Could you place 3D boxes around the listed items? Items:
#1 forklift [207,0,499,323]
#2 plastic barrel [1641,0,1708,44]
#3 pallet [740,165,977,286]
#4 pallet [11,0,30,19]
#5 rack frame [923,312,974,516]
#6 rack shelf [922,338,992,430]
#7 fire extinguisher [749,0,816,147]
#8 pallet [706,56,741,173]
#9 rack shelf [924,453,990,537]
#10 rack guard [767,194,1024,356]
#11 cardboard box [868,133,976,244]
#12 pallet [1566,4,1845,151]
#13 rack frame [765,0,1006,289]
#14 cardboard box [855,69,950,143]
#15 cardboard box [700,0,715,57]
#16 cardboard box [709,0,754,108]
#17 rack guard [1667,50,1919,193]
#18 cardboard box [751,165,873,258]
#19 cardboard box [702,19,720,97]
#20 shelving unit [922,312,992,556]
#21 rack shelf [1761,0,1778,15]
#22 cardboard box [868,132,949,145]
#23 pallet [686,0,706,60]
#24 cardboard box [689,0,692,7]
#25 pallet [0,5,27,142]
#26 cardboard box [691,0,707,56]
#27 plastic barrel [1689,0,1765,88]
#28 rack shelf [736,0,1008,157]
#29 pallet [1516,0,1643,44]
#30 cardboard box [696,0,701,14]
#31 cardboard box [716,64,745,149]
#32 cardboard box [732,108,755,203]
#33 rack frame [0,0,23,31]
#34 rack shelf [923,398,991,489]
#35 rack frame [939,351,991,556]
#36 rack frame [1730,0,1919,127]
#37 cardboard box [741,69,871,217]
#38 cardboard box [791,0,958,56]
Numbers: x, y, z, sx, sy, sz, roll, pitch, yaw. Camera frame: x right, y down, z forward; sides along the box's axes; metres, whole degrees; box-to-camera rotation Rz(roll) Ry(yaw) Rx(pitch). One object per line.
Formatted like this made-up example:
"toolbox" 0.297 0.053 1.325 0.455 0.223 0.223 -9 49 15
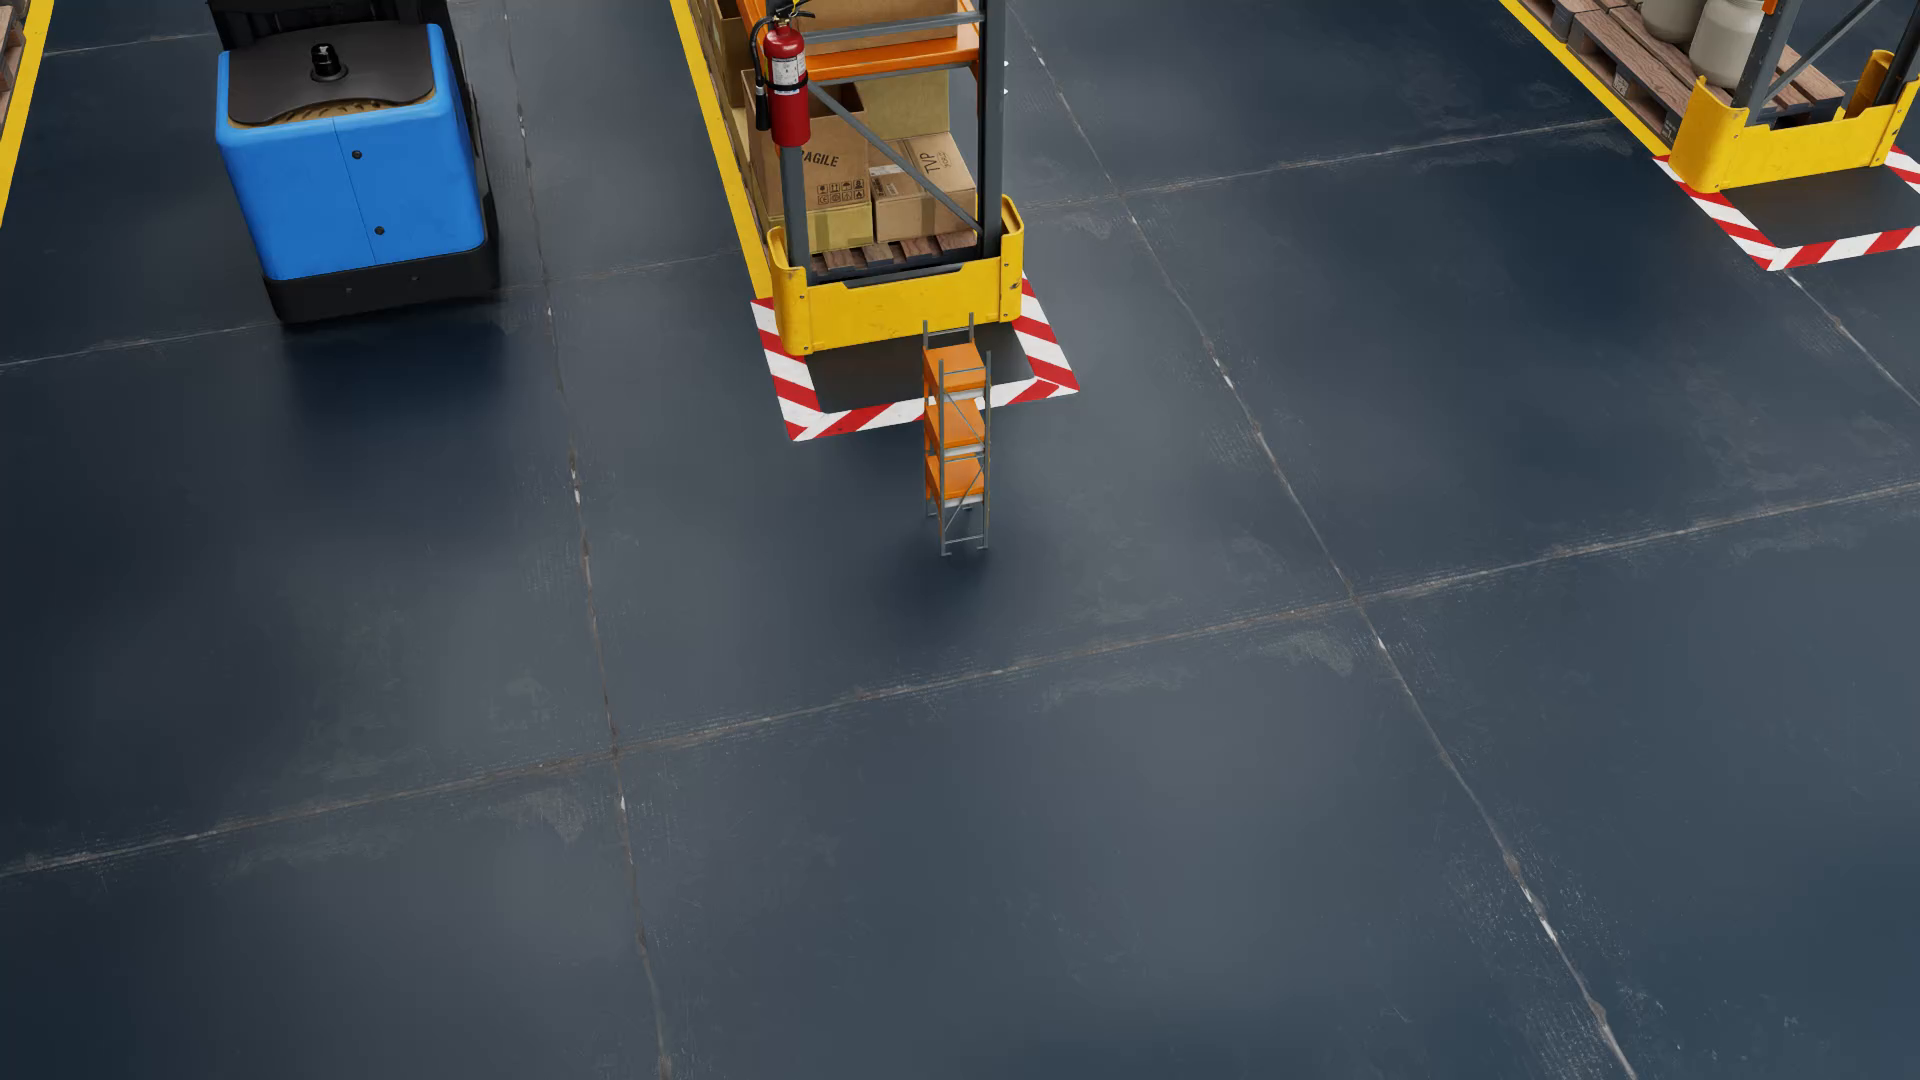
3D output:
"forklift" -3.166 -3.132 8.018 1.130 2.935 3.031 -12 47 -11
"plastic barrel" 4.115 -3.117 9.403 0.421 0.512 0.421 0 46 0
"pallet" -0.540 -1.696 8.515 1.003 0.211 1.213 -11 47 -10
"pallet" -6.316 -3.566 10.348 1.003 0.211 1.213 -11 47 -10
"rack frame" -0.045 -0.489 6.745 0.200 1.050 0.008 -11 47 -10
"rack shelf" -0.014 -0.596 6.467 0.215 0.259 0.240 -11 47 -10
"fire extinguisher" -0.722 -1.958 6.873 0.296 0.674 0.183 -11 47 -10
"pallet" -0.849 -2.536 9.339 1.003 0.211 1.213 -11 47 -10
"rack shelf" -0.014 -0.202 6.868 0.215 0.259 0.240 -11 47 -10
"rack guard" -0.297 -1.260 7.885 1.175 0.500 0.348 -11 47 -10
"cardboard box" -0.226 -1.747 8.244 0.500 0.250 0.500 -11 47 -10
"pallet" 4.218 -2.684 9.483 1.003 0.211 1.213 -11 47 -10
"rack frame" -0.304 -2.151 7.009 1.000 3.000 0.127 -11 47 -10
"cardboard box" -0.356 -2.354 8.314 0.500 0.500 0.500 -11 47 -10
"cardboard box" -1.126 -2.947 8.895 0.500 0.500 0.500 -11 47 -10
"cardboard box" -0.999 -2.602 8.557 0.500 0.500 0.500 -11 47 -10
"rack guard" 4.421 -2.223 8.830 1.175 0.500 0.348 -11 47 -10
"cardboard box" -0.727 -1.652 8.151 0.500 0.250 0.500 -11 47 -10
"cardboard box" -1.122 -2.686 9.164 0.500 0.250 0.500 -11 47 -10
"shelving unit" -0.014 -0.404 6.662 0.215 1.050 0.252 -11 47 -10
"rack shelf" 3.974 -4.183 9.504 1.077 0.370 4.000 -11 47 -10
"cardboard box" -0.357 -2.091 8.581 0.500 0.250 0.500 -11 47 -10
"pallet" -1.165 -3.380 10.166 1.003 0.211 1.213 -11 47 -10
"cardboard box" -1.379 -3.376 9.840 0.500 0.250 0.500 -11 47 -10
"pallet" -5.909 -2.571 9.373 1.003 0.211 1.213 -11 47 -10
"cardboard box" -1.256 -3.030 9.501 0.500 0.250 0.500 -11 47 -10
"plastic barrel" 4.243 -2.771 9.064 0.421 0.512 0.421 0 46 0
"rack shelf" -0.816 -3.280 8.619 1.077 0.370 4.000 -11 47 -10
"pallet" 3.909 -3.525 10.307 1.003 0.211 1.213 -11 47 -10
"cardboard box" -1.255 -3.292 9.233 0.500 0.500 0.500 -11 47 -10
"cardboard box" -0.996 -2.340 8.825 0.500 0.250 0.500 -11 47 -10
"cardboard box" -0.866 -1.995 8.487 0.500 0.250 0.500 -11 47 -10
"rack frame" -6.115 -4.005 8.825 1.000 3.000 0.127 -11 47 -10
"rack shelf" -0.014 -0.397 6.670 0.215 0.259 0.240 -11 47 -10
"rack frame" 0.018 -0.320 6.579 0.200 1.050 0.008 -11 47 -10
"rack frame" 4.486 -3.054 7.894 1.000 3.000 0.127 -11 47 -10
"cardboard box" -0.729 -1.914 7.883 0.500 0.500 0.500 -11 47 -10
"cardboard box" -0.411 -2.511 7.291 0.700 0.500 0.500 -11 47 -10
